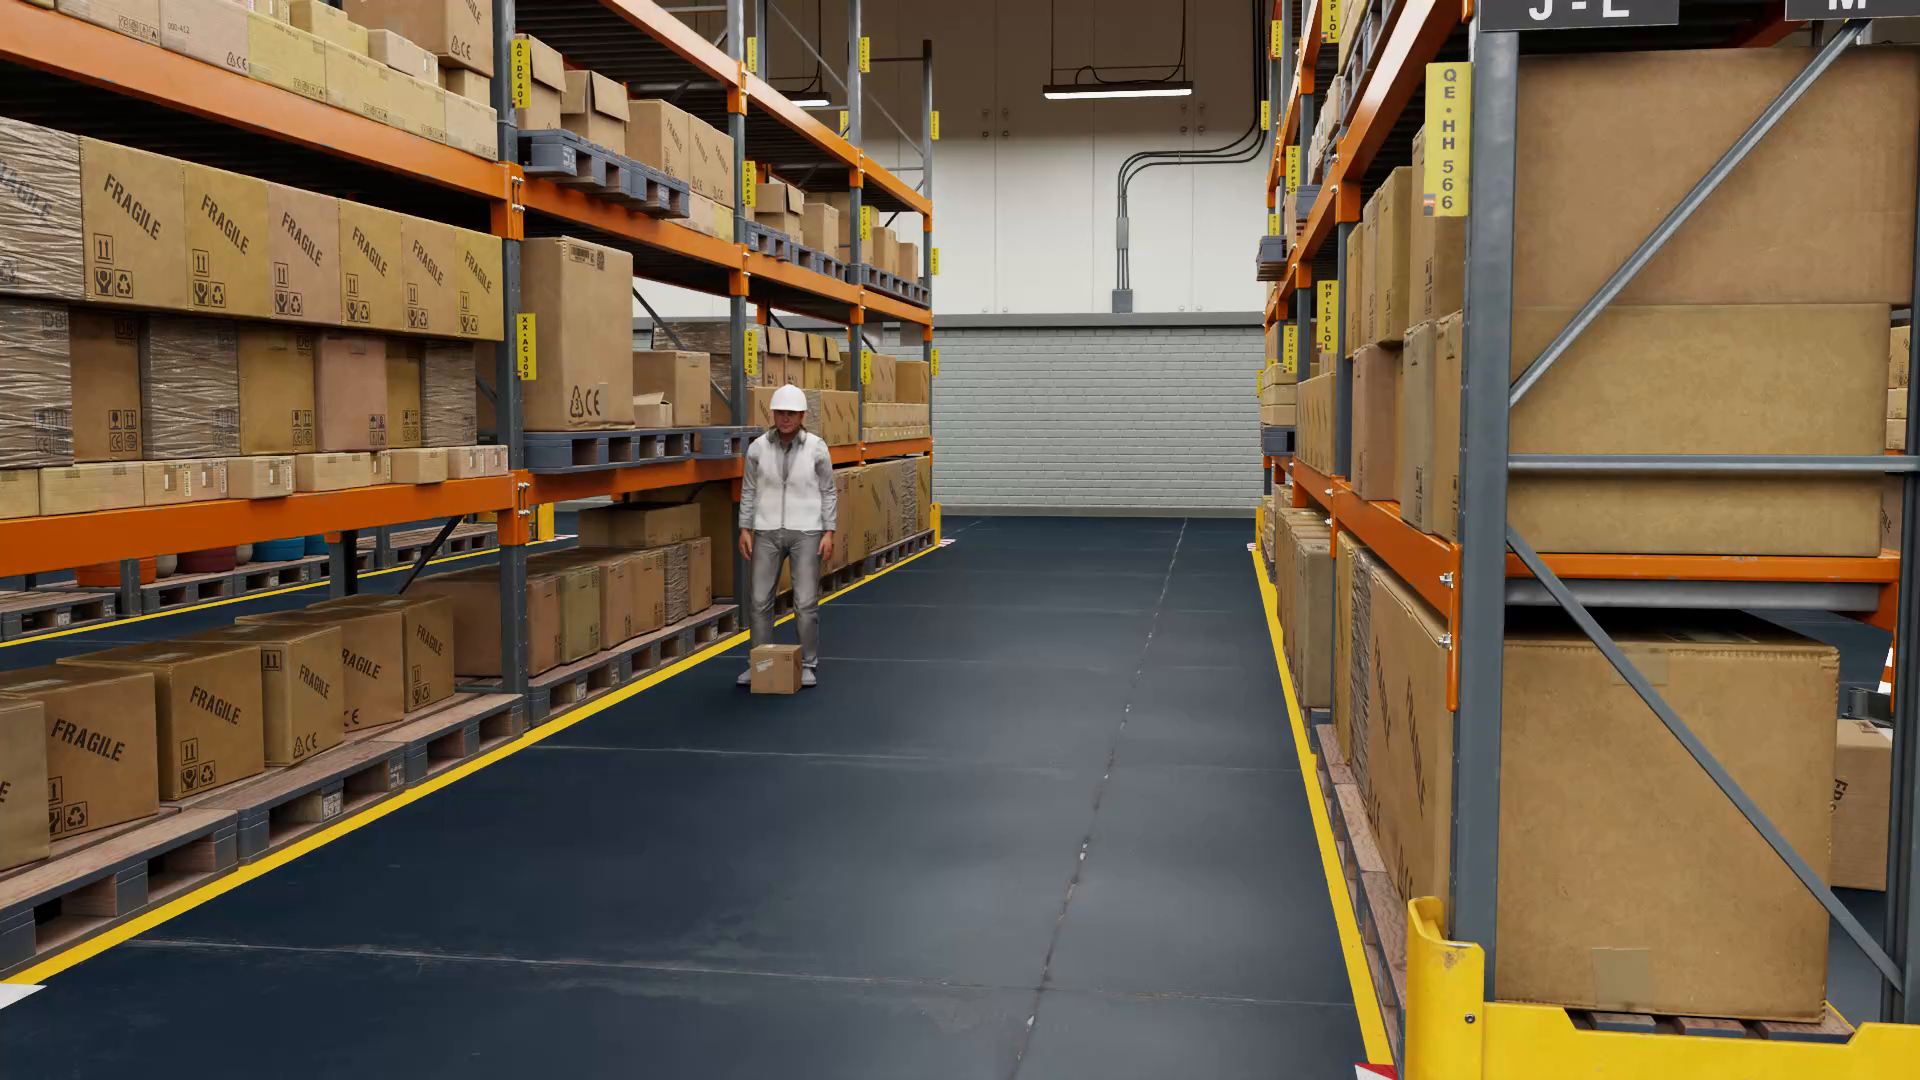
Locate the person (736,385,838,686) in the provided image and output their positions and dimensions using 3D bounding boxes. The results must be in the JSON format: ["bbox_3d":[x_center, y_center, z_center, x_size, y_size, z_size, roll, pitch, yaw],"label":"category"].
[{"bbox_3d":[-1.024,-0.030,9.848,0.592,1.770,0.465,0,4,5],"label":"person"}]
